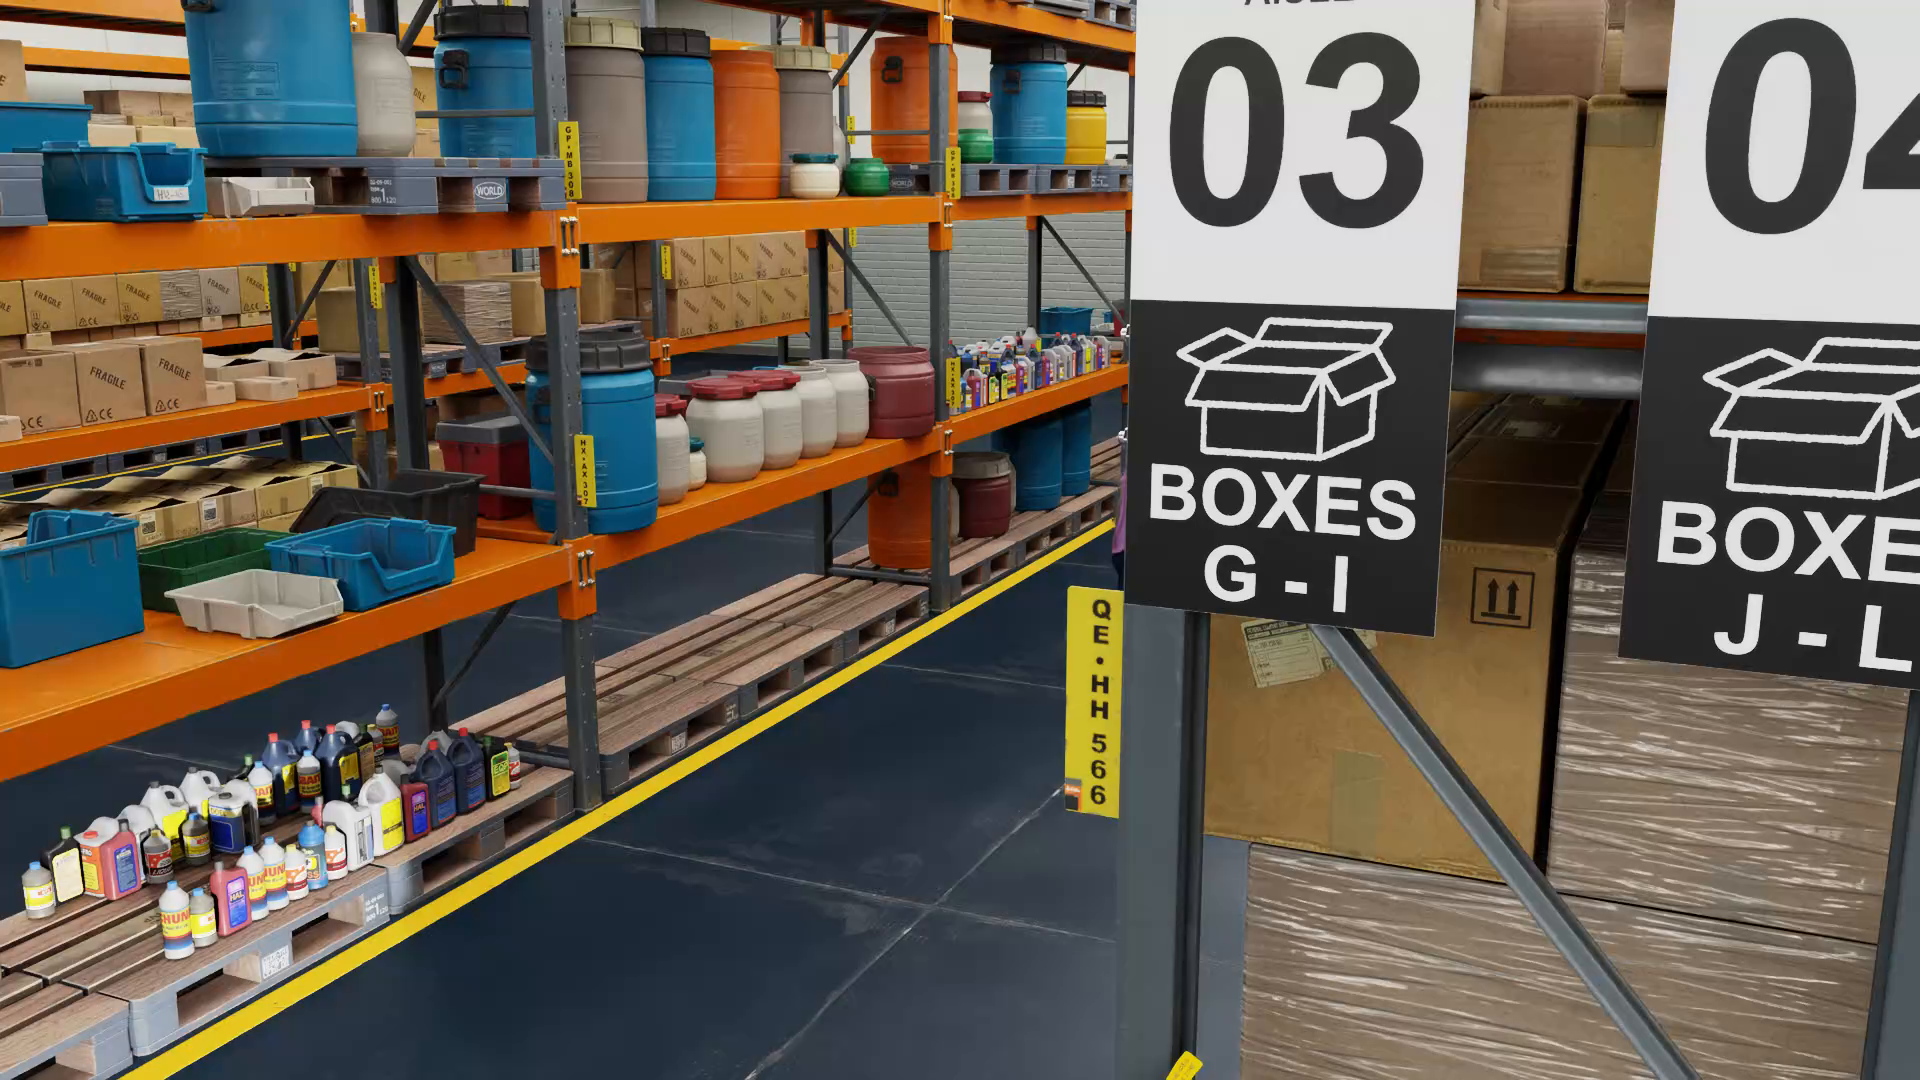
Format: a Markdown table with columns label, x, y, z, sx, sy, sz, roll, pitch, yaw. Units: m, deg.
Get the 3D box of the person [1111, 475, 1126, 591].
| label | x | y | z | sx | sy | sz | roll | pitch | yaw |
| --- | --- | --- | --- | --- | --- | --- | --- | --- | --- |
| person | 1.166 | 0.069 | 10.615 | 0.462 | 1.200 | 0.701 | 6 | 14 | 23 |
